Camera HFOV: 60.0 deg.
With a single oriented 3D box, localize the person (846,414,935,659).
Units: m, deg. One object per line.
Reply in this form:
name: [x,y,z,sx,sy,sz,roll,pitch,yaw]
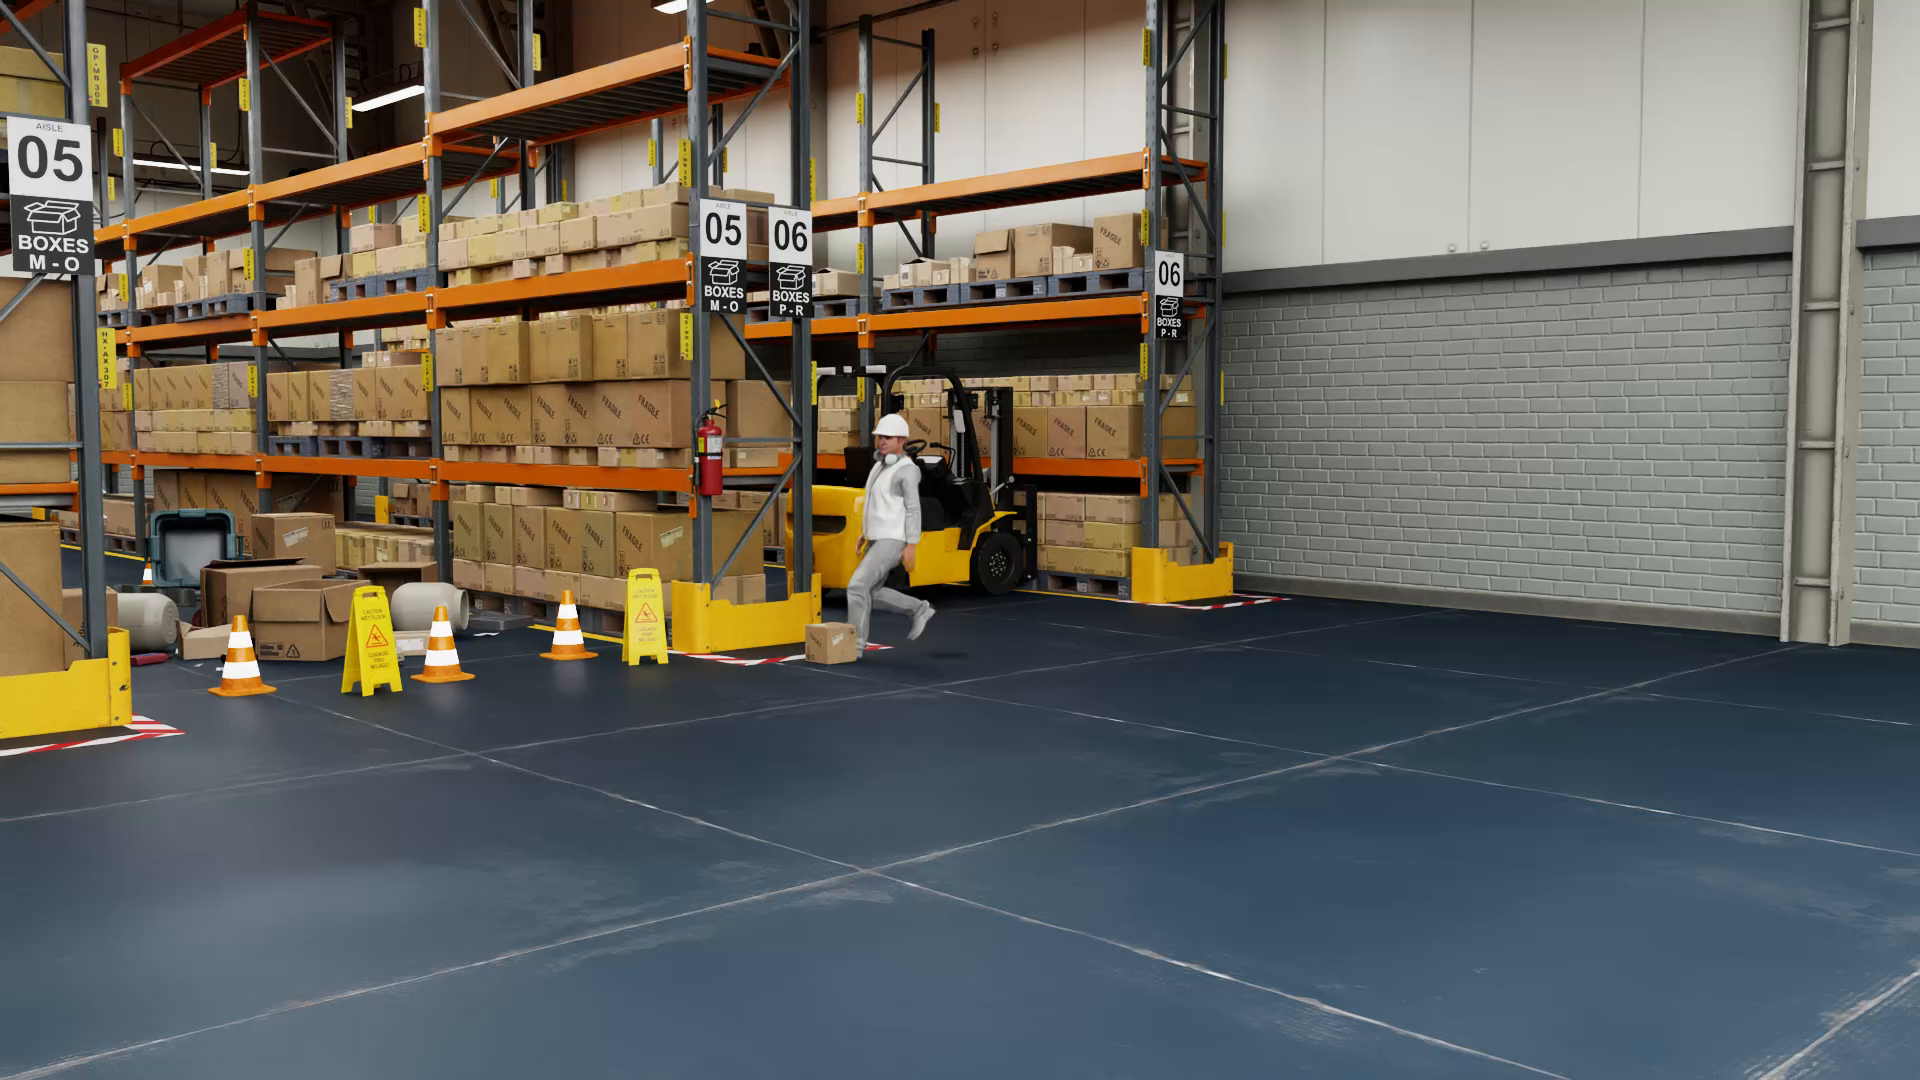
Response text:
person: [-0.545,-0.029,11.596,0.909,1.693,0.533,-2,4,-25]
